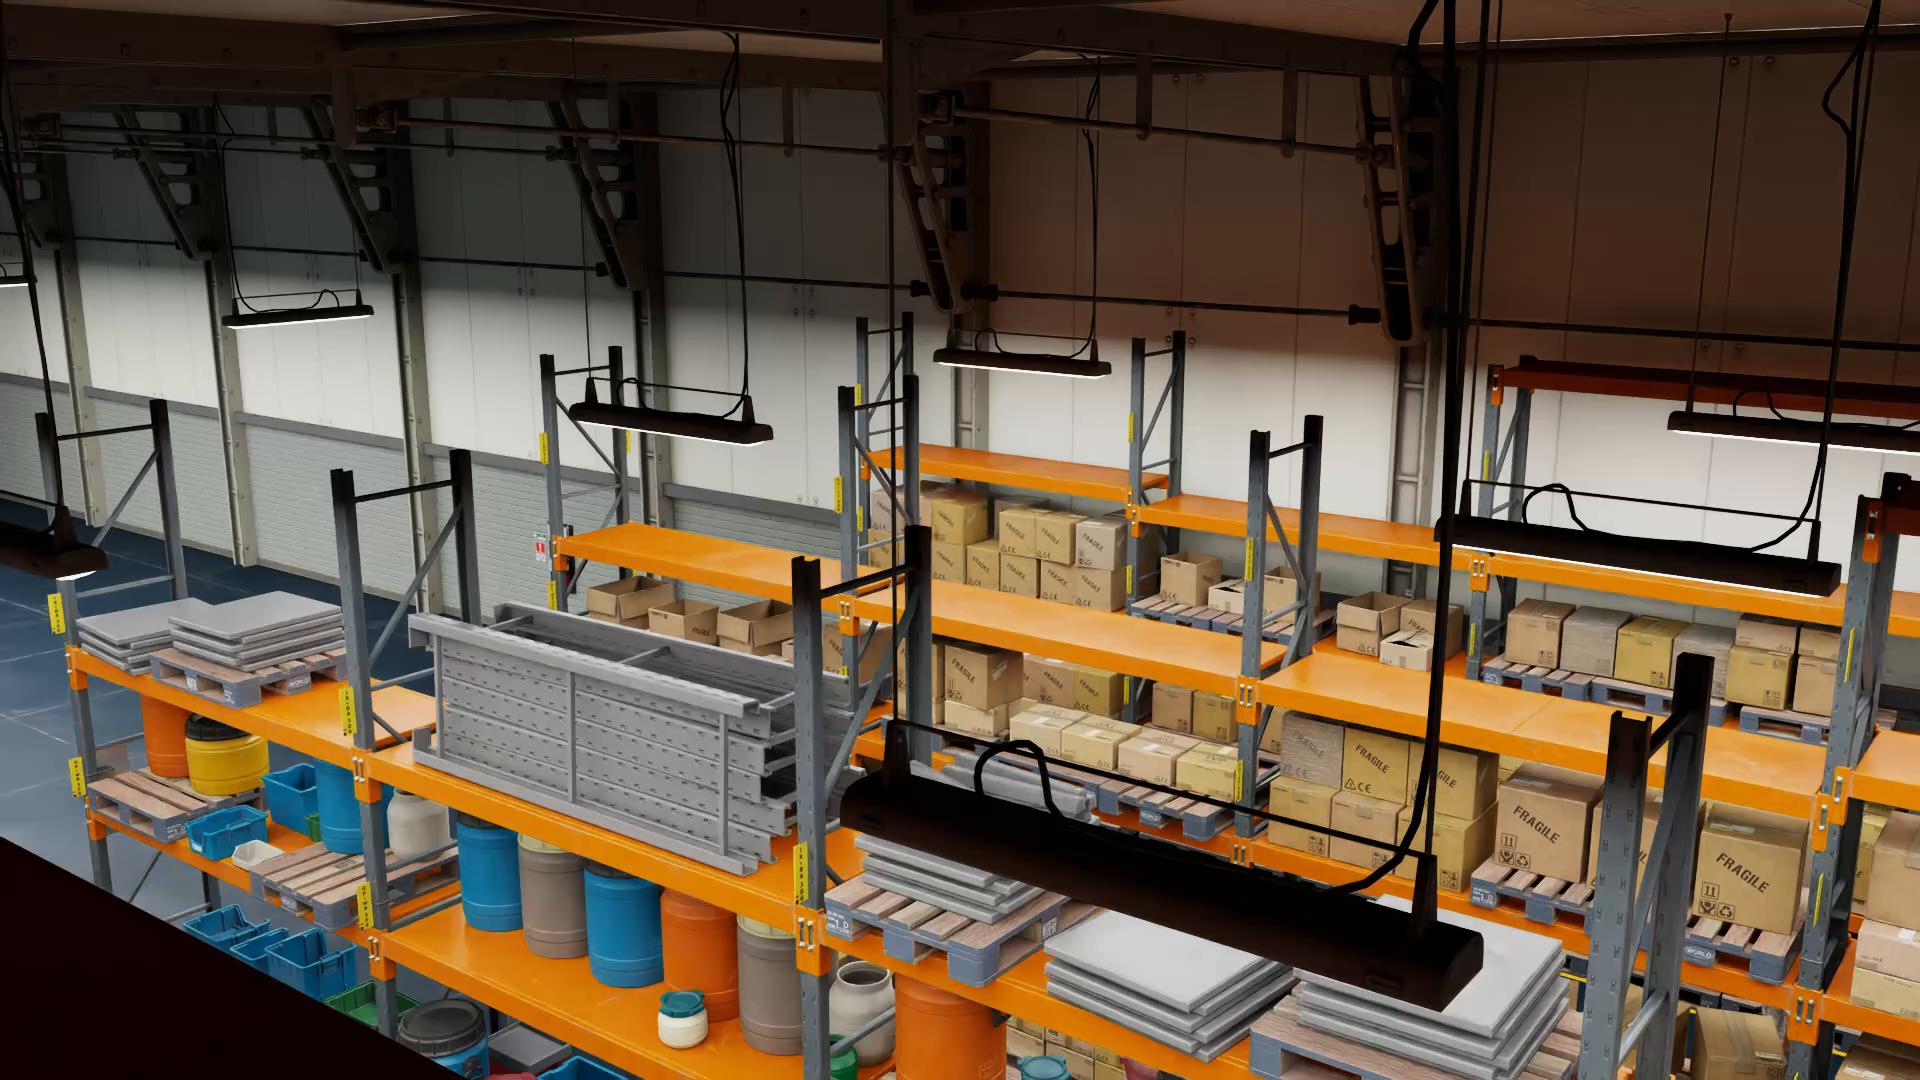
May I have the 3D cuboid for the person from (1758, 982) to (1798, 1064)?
[{"bbox_3d":[6.848,4.150,13.667,0.729,1.686,0.693,13,18,44],"label":"person"}]
